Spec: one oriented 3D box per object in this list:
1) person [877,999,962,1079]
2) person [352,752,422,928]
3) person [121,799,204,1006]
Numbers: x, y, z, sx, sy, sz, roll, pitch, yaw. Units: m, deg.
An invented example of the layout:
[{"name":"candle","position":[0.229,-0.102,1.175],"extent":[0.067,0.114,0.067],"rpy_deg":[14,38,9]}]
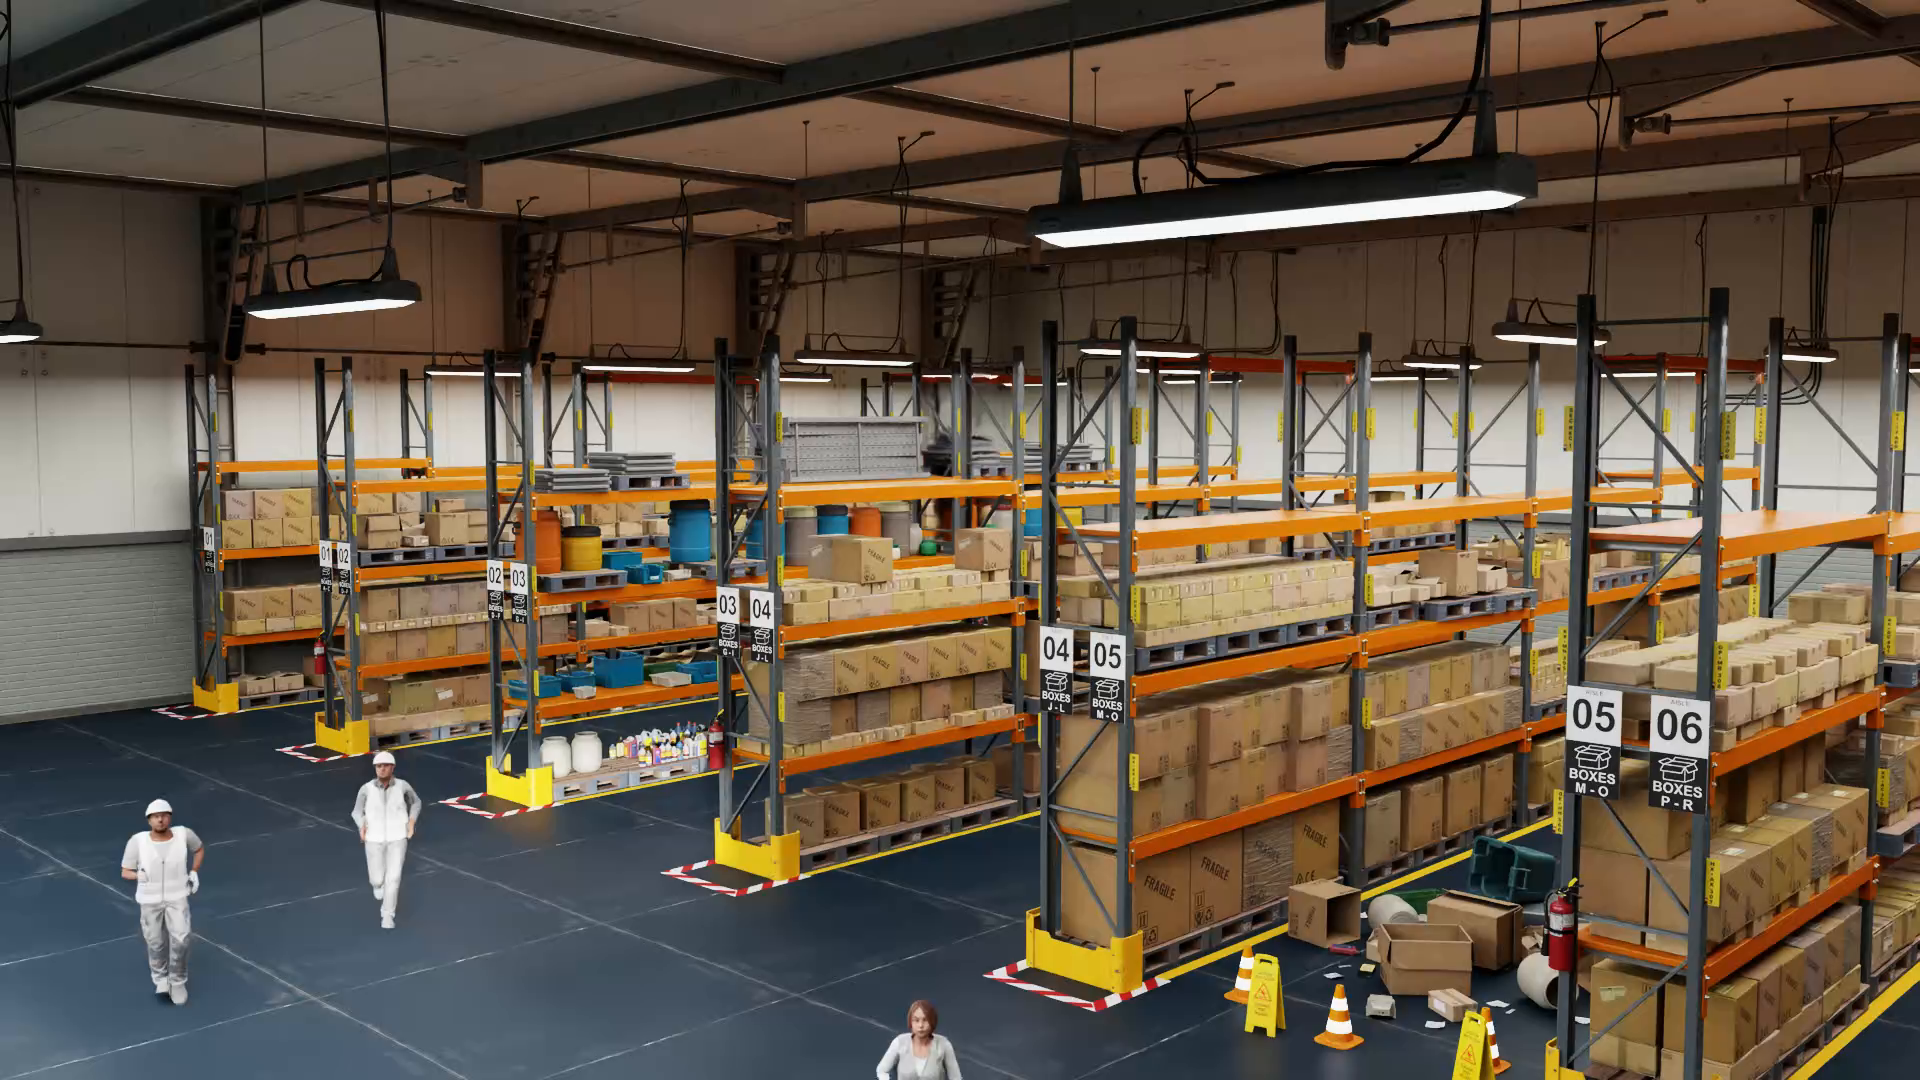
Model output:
[{"name":"person","position":[-0.249,3.609,10.242],"extent":[0.536,1.560,0.536],"rpy_deg":[0,4,-1]},{"name":"person","position":[-5.815,3.016,16.898],"extent":[0.676,1.737,0.808],"rpy_deg":[-1,5,-17]},{"name":"person","position":[-6.942,3.169,14.514],"extent":[0.659,1.807,0.685],"rpy_deg":[-2,5,-25]}]
